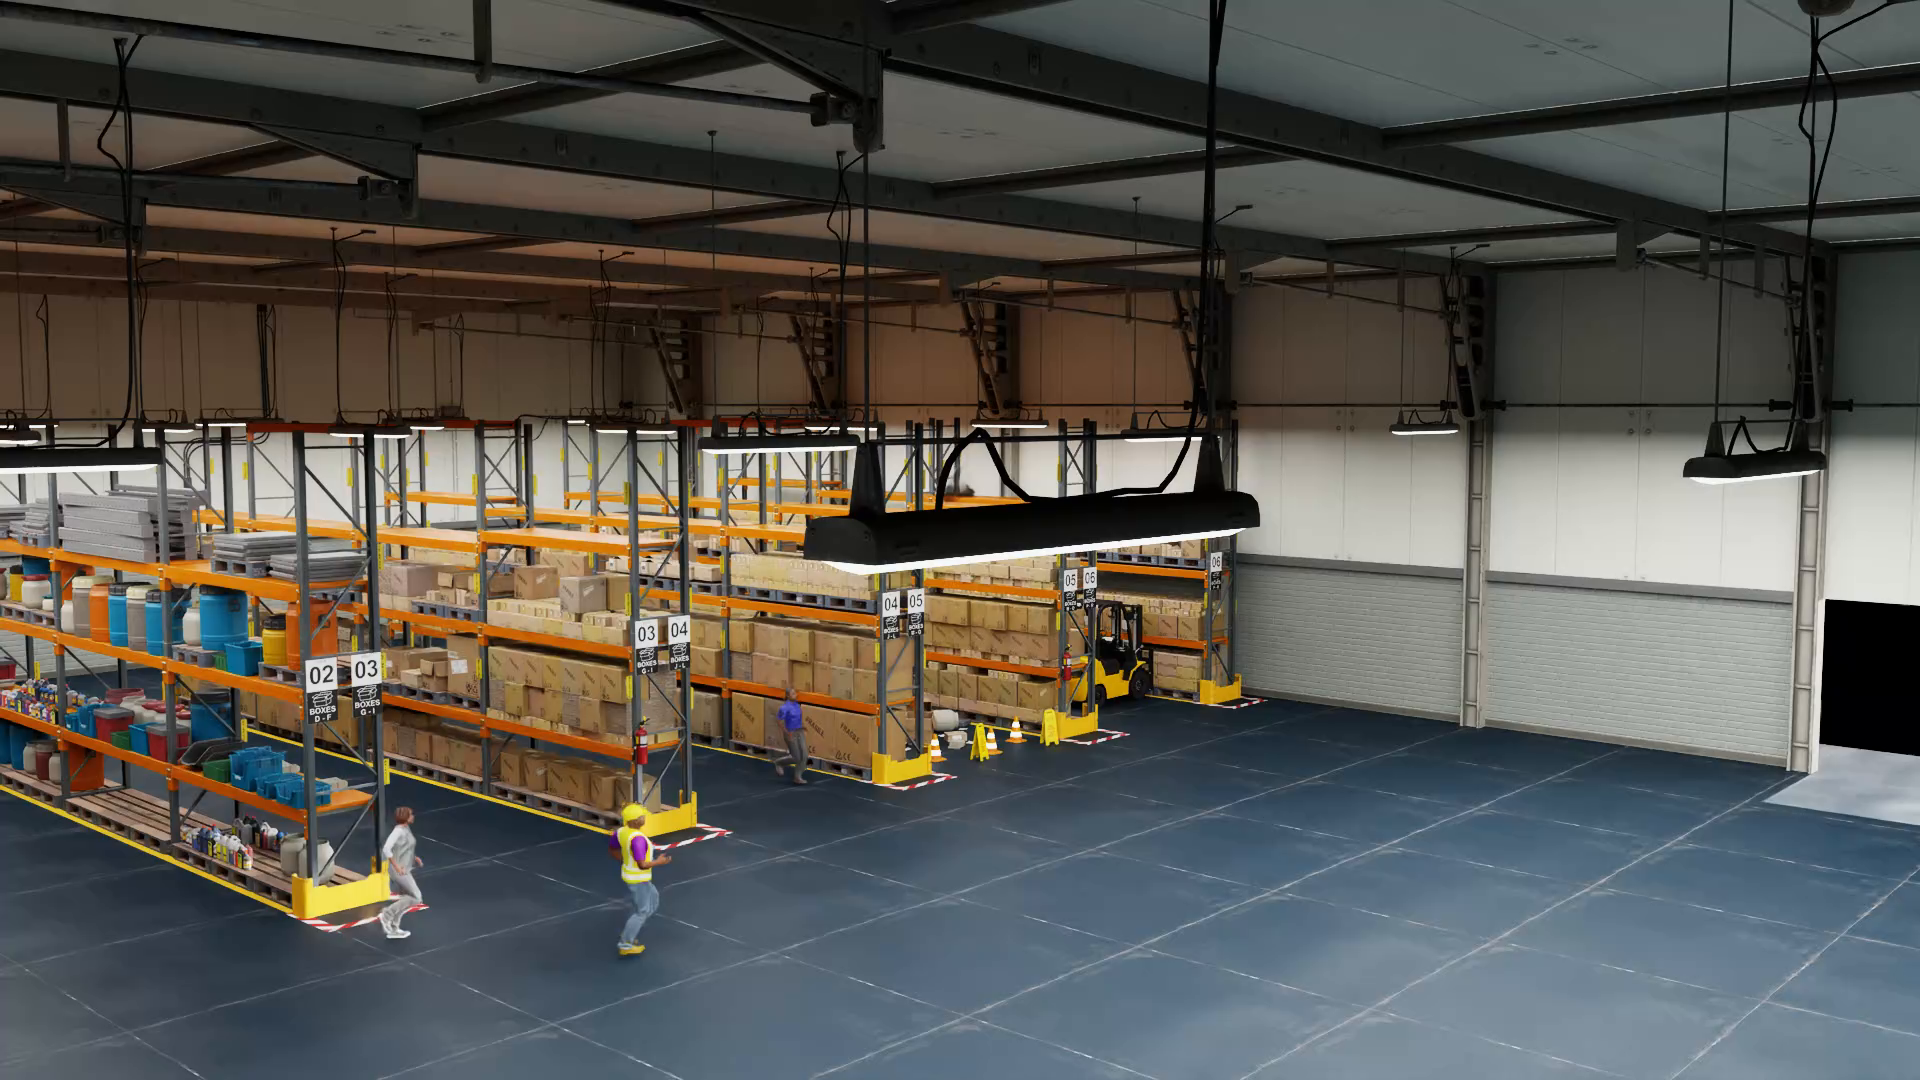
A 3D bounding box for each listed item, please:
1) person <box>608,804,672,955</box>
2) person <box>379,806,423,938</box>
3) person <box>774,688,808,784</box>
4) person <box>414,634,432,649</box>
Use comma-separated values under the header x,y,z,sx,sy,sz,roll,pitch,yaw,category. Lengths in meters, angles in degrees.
x,y,z,sx,sy,sz,roll,pitch,yaw,category
-3.664,3.892,19.140,0.626,1.750,0.680,-2,5,-26,person
-6.648,3.943,19.754,0.492,1.554,0.540,-1,5,-12,person
-2.796,3.266,27.771,0.598,1.588,0.566,3,6,33,person
-12.944,2.165,40.138,0.664,1.720,0.704,0,5,-1,person
